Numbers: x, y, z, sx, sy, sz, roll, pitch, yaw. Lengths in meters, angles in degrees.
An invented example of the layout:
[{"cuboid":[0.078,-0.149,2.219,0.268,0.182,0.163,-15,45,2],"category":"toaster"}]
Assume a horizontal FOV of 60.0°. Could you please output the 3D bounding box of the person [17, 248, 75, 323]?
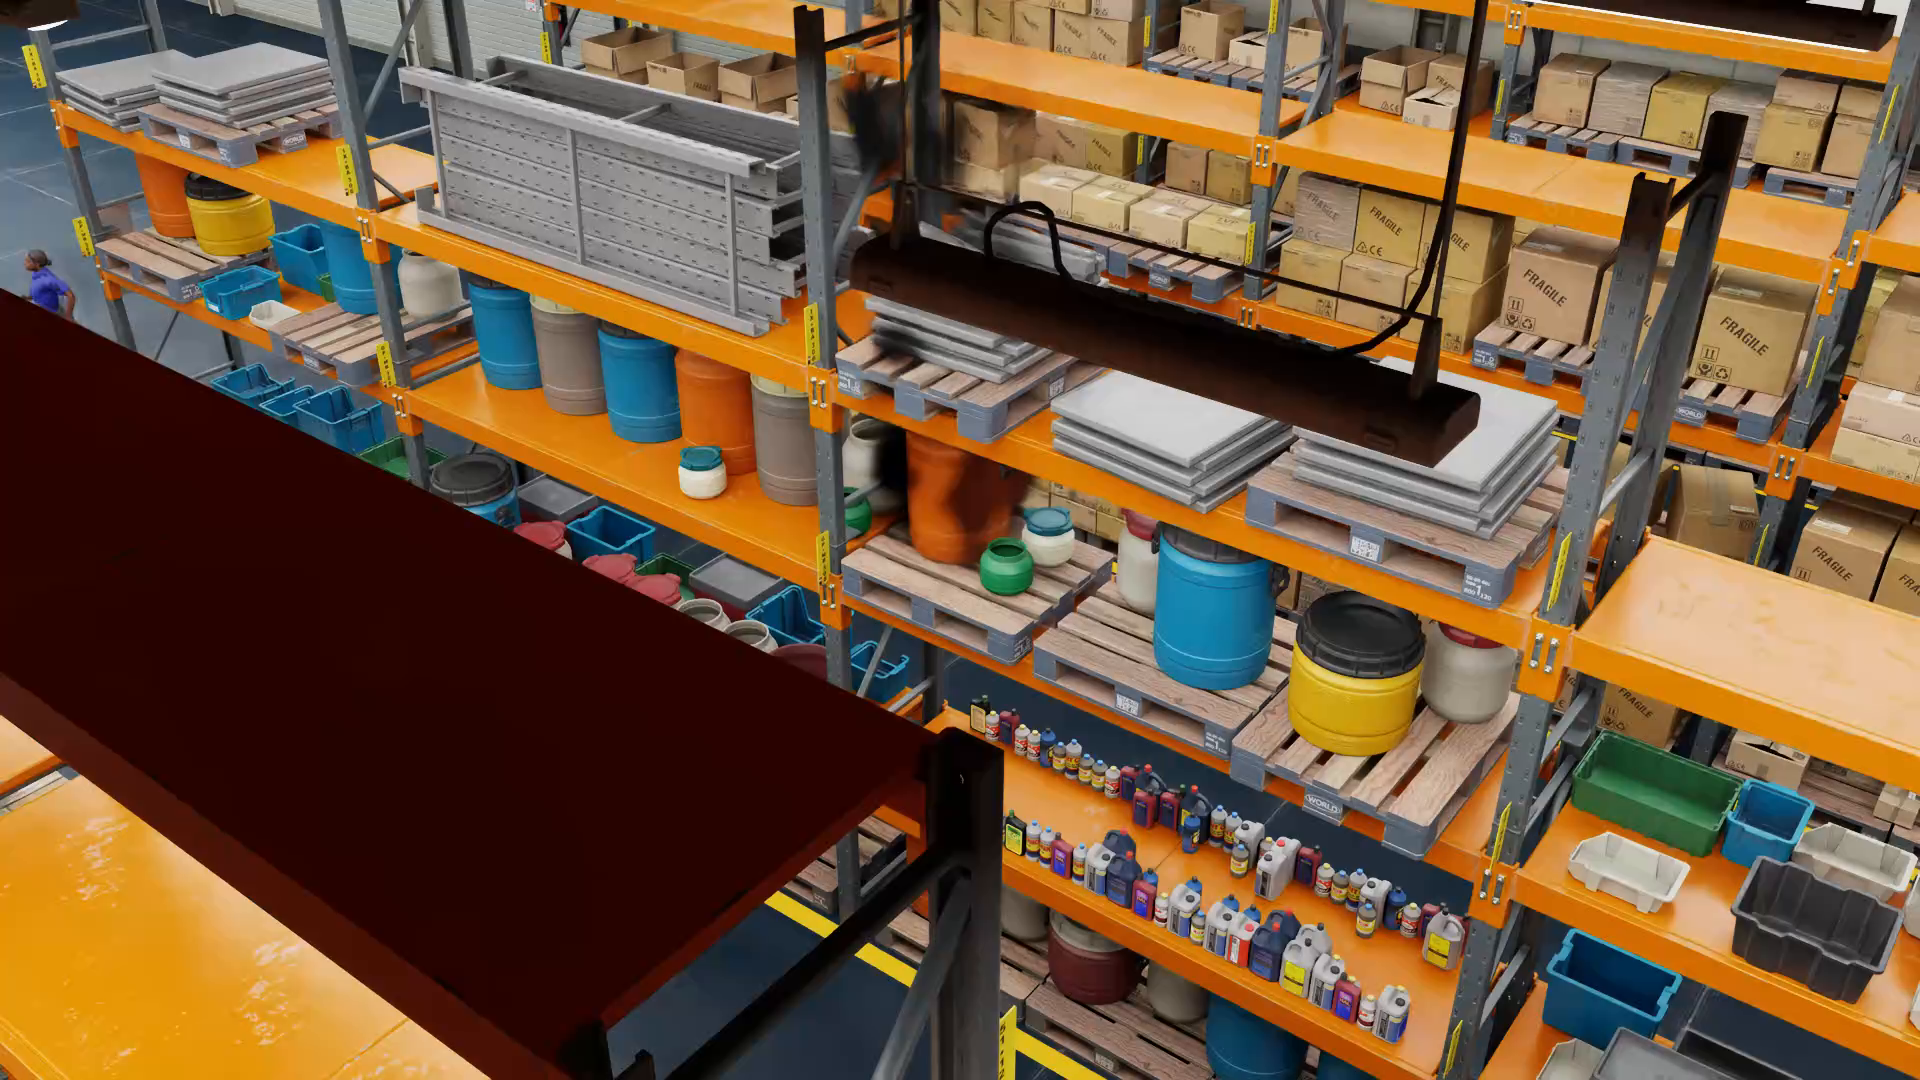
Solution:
[{"cuboid":[-9.365,-2.242,17.341,0.871,1.671,0.595,-14,34,-22],"category":"person"}]
